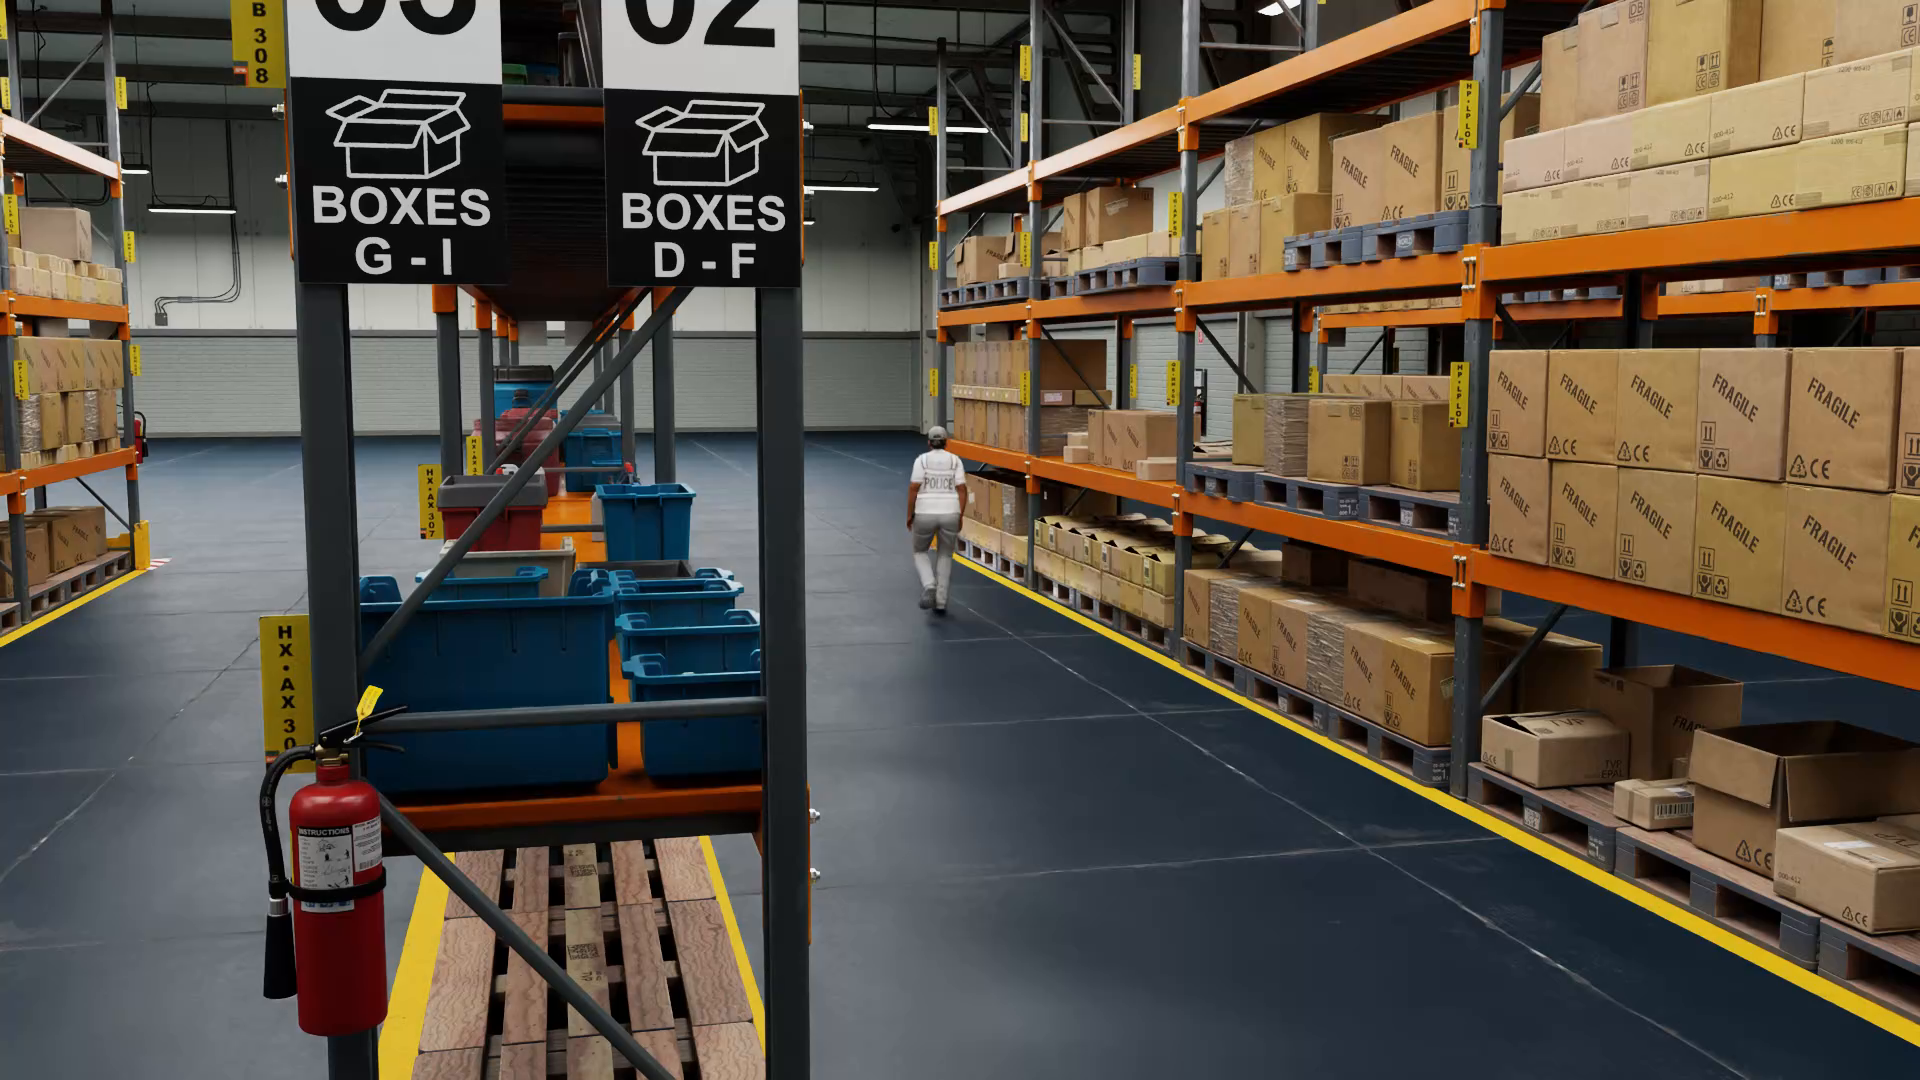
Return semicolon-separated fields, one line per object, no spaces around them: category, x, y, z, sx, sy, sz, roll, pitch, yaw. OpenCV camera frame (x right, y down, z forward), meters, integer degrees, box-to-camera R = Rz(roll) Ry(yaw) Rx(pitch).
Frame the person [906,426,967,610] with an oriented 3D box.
person;-0.211;-0.194;14.944;0.546;1.651;0.482;-1;6;-7
